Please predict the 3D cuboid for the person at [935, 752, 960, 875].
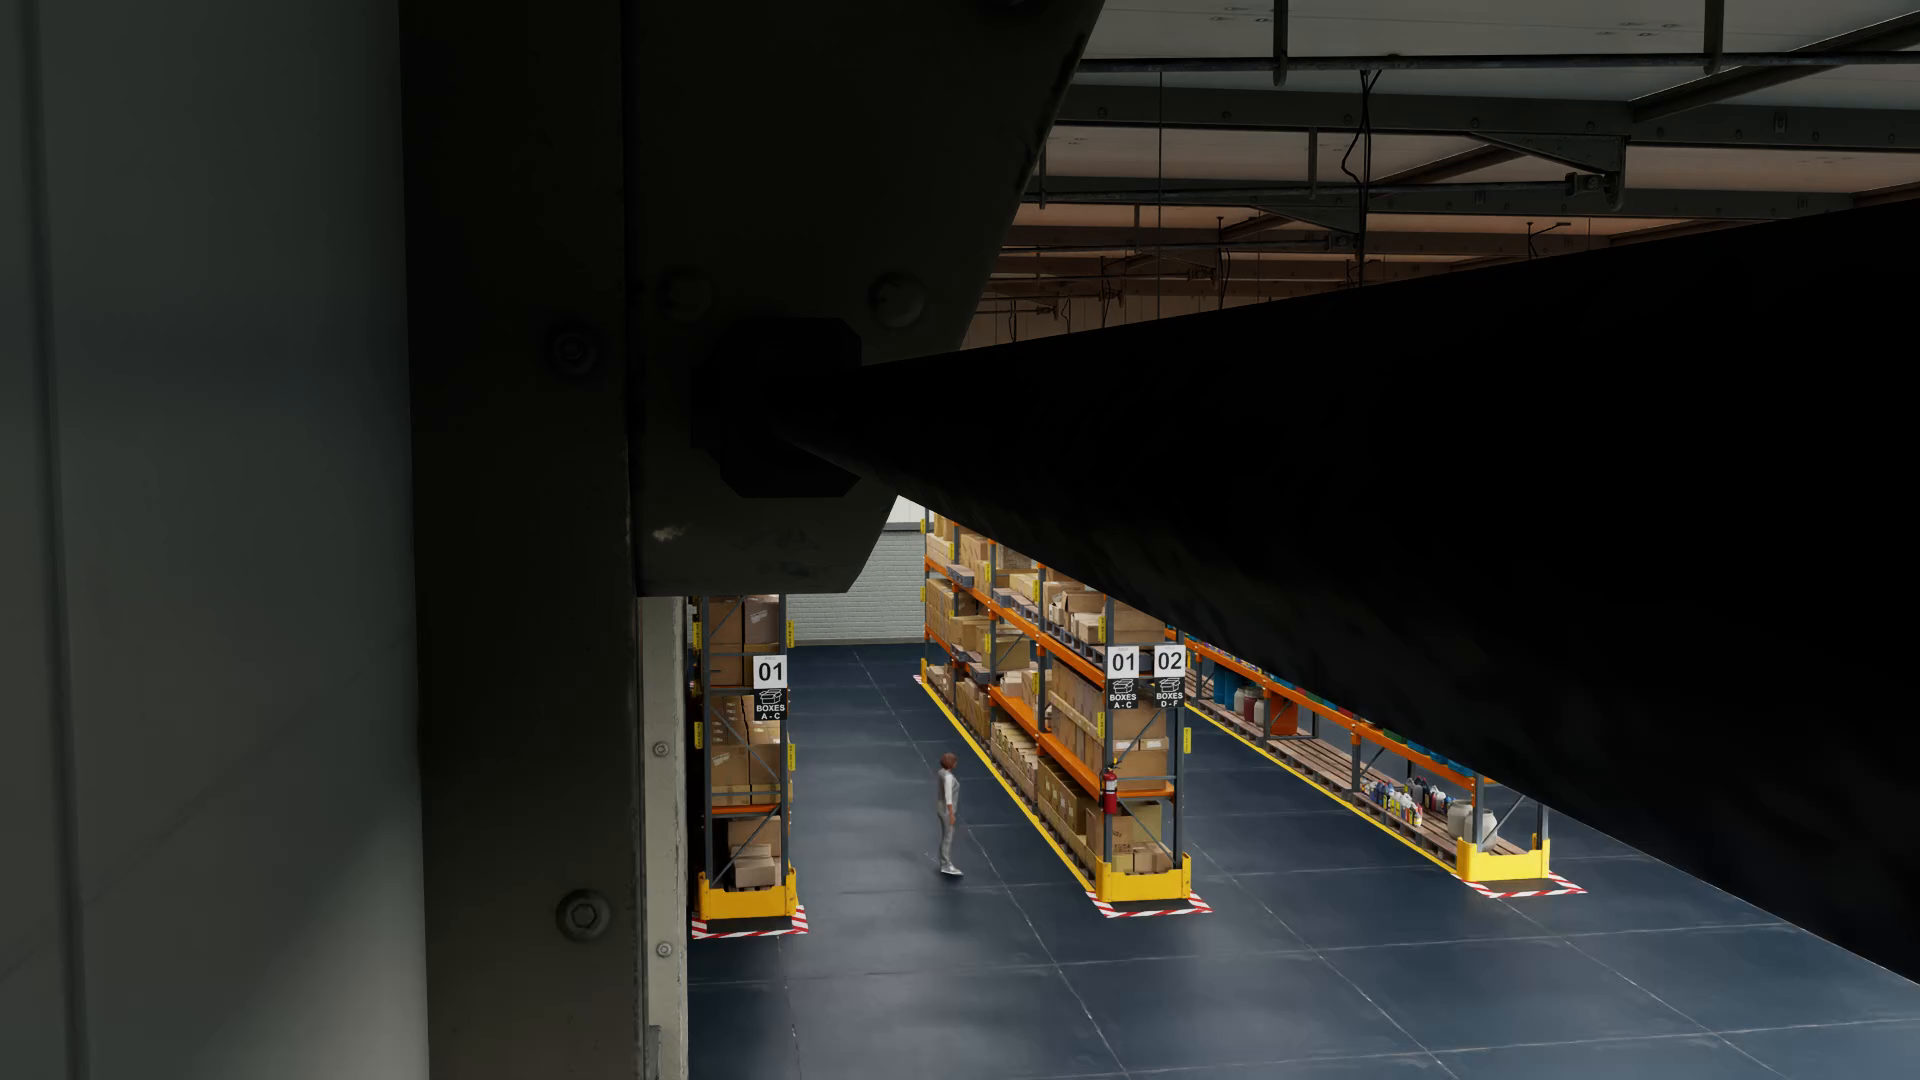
[{"bbox_3d":[-0.167,3.632,22.013,0.332,1.660,0.505,-1,5,-9],"label":"person"}]
